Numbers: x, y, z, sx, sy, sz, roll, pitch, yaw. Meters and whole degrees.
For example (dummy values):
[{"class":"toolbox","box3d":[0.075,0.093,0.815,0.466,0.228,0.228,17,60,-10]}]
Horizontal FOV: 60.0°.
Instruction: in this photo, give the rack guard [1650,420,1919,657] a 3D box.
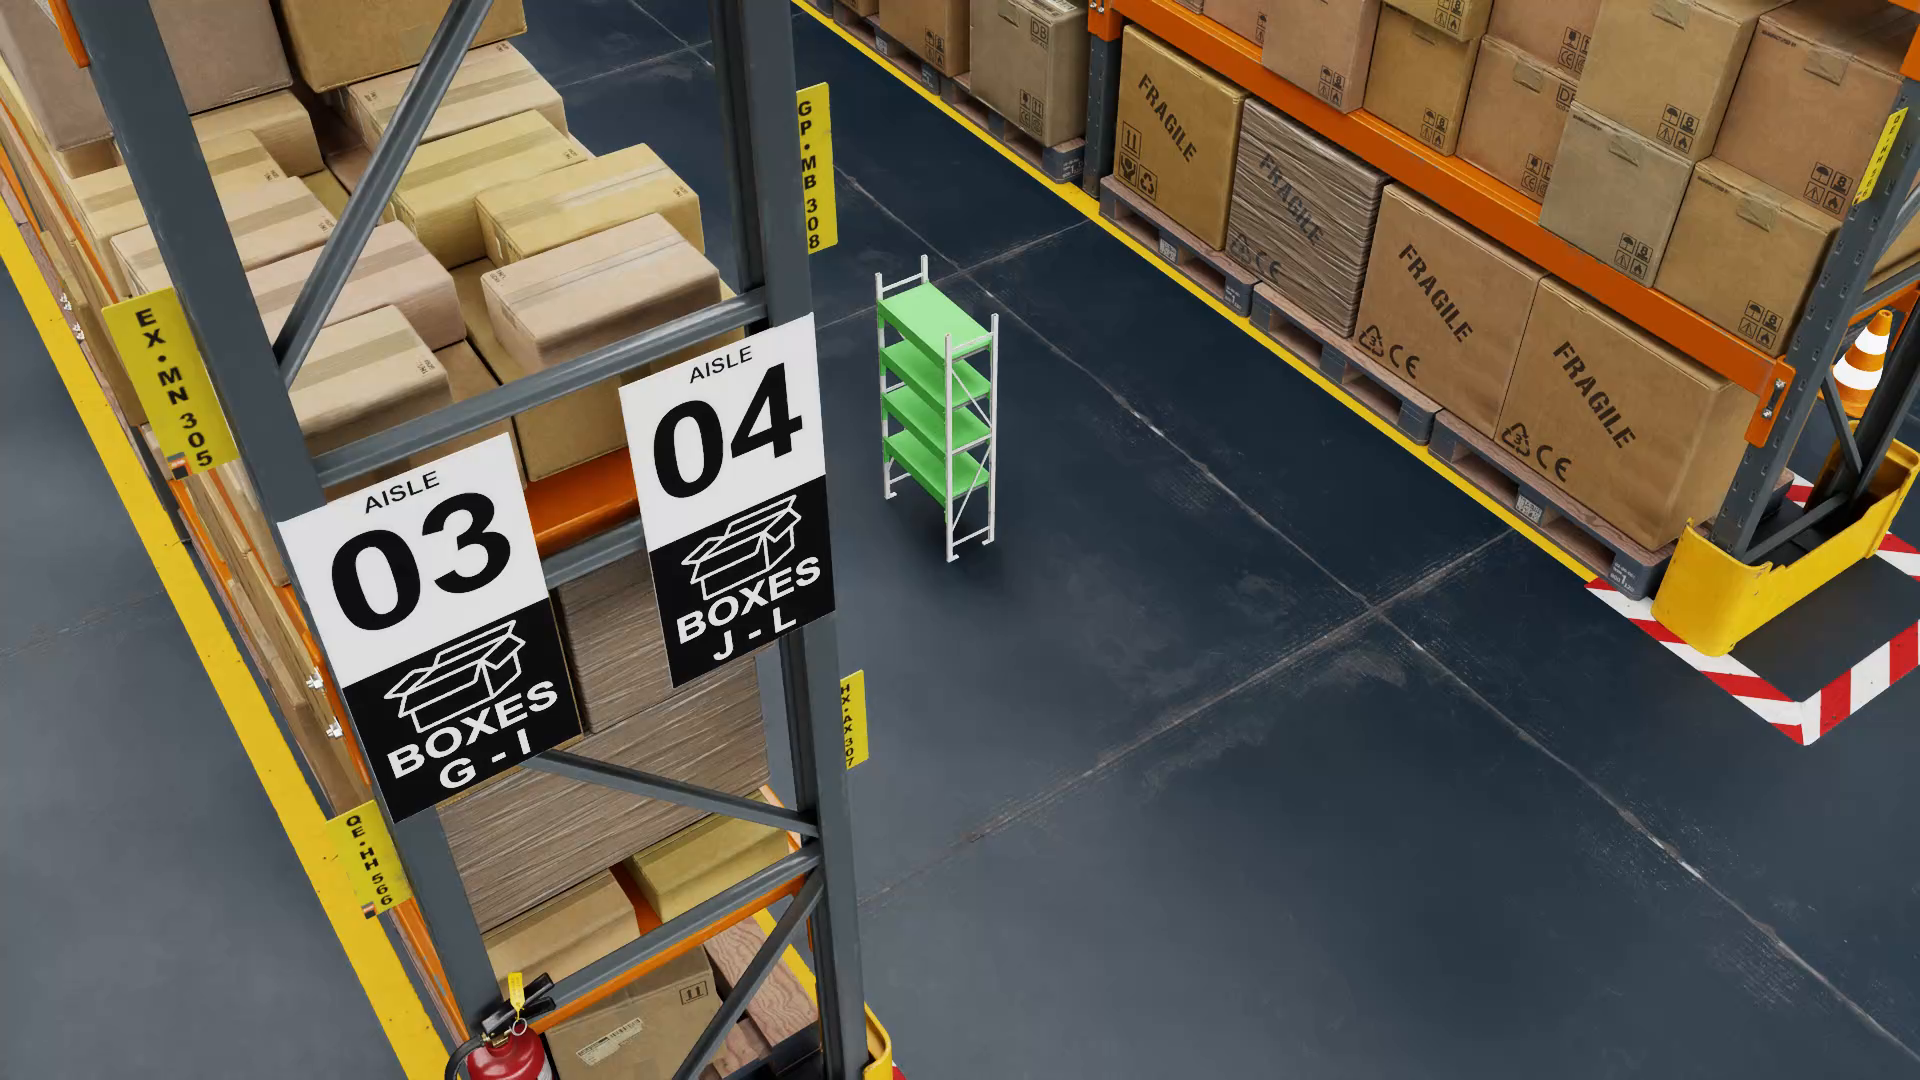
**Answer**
[{"class":"rack guard","box3d":[3.426,-0.016,6.896,1.175,0.500,0.348,-26,49,-24]}]

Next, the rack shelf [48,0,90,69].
[{"class":"rack shelf","box3d":[-1.857,-2.073,3.419,1.077,0.370,4.000,-26,49,-24]}]

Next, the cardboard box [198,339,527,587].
[{"class":"cardboard box","box3d":[-1.197,-0.235,3.252,0.500,0.250,0.500,-25,49,-24]}]

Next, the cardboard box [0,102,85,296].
[{"class":"cardboard box","box3d":[-2.665,-1.165,5.277,0.500,0.500,0.500,-26,49,-24]}]

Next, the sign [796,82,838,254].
[{"class":"sign","box3d":[-0.268,-0.647,2.942,0.100,0.325,0.005,-26,49,-24]}]

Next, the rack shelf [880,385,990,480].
[{"class":"rack shelf","box3d":[-0.095,-0.482,6.969,0.258,0.148,0.480,-26,49,-24]}]

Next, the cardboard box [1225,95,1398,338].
[{"class":"cardboard box","box3d":[1.946,-1.690,8.074,0.875,0.875,0.875,-25,49,-24]}]

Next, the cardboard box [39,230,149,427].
[{"class":"cardboard box","box3d":[-2.538,-0.865,5.687,0.875,0.500,0.500,-26,49,-24]}]

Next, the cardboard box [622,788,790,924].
[{"class":"cardboard box","box3d":[-0.681,0.803,4.409,0.380,0.149,0.250,-26,49,-24]}]

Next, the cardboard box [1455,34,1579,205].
[{"class":"cardboard box","box3d":[2.613,-1.850,6.898,0.875,0.550,0.550,-26,49,-24]}]

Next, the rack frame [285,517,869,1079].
[{"class":"rack frame","box3d":[-0.713,0.968,4.055,1.000,3.000,0.127,-26,49,-24]}]

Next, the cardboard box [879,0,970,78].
[{"class":"cardboard box","box3d":[0.147,-3.401,9.957,1.050,0.750,0.750,-26,49,-24]}]

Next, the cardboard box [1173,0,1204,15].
[{"class":"cardboard box","box3d":[1.345,-3.049,8.154,0.875,0.550,0.550,-26,49,-24]}]

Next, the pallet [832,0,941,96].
[{"class":"pallet","box3d":[-0.081,-3.290,10.534,1.003,0.211,1.213,-26,49,-24]}]

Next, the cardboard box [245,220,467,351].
[{"class":"cardboard box","box3d":[-1.181,-0.435,3.172,0.380,0.149,0.250,-27,50,-26]}]

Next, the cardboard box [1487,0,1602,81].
[{"class":"cardboard box","box3d":[2.633,-2.250,6.535,0.875,0.550,0.550,-26,49,-24]}]

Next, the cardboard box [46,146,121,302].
[{"class":"cardboard box","box3d":[-1.772,-0.811,3.854,0.500,0.250,0.500,-25,49,-24]}]

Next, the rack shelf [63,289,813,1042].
[{"class":"rack shelf","box3d":[-1.857,0.096,5.490,1.077,0.370,4.000,-26,49,-24]}]

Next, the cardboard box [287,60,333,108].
[{"class":"cardboard box","box3d":[-1.397,-1.204,3.978,0.380,0.149,0.250,-28,50,-26]}]

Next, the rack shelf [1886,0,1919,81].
[{"class":"rack shelf","box3d":[2.269,-2.892,6.446,1.077,0.370,4.000,-26,49,-24]}]

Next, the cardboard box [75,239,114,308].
[{"class":"cardboard box","box3d":[-2.085,-0.603,4.688,0.500,0.500,0.500,-26,49,-24]}]

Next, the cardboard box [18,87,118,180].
[{"class":"cardboard box","box3d":[-1.866,-0.981,3.743,0.380,0.149,0.250,-28,50,-26]}]

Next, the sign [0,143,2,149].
[{"class":"sign","box3d":[-3.455,-1.495,5.796,0.100,0.325,0.005,-26,49,-24]}]

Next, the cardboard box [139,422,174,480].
[{"class":"cardboard box","box3d":[-2.567,-0.393,5.662,0.380,0.149,0.250,-26,49,-24]}]

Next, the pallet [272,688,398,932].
[{"class":"pallet","box3d":[-1.886,0.769,6.282,1.003,0.211,1.213,-26,49,-24]}]

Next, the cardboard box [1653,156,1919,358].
[{"class":"cardboard box","box3d":[3.163,-1.181,6.197,0.875,0.550,0.550,-26,49,-24]}]

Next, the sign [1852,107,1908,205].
[{"class":"sign","box3d":[2.960,-1.232,5.349,0.100,0.325,0.005,-26,49,-24]}]

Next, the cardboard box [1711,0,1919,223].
[{"class":"cardboard box","box3d":[3.232,-1.604,5.859,0.875,0.550,0.550,-26,49,-24]}]

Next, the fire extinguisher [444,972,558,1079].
[{"class":"fire extinguisher","box3d":[-1.026,1.243,3.823,0.296,0.674,0.183,-26,49,-24]}]

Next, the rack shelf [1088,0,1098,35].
[{"class":"rack shelf","box3d":[-0.020,-4.072,9.855,1.077,0.370,4.000,-26,49,-24]}]

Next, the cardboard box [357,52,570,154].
[{"class":"cardboard box","box3d":[-1.093,-0.916,3.676,0.380,0.149,0.250,-24,49,-23]}]

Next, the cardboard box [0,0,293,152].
[{"class":"cardboard box","box3d":[-1.808,-1.219,3.524,0.500,0.500,0.500,-26,49,-24]}]

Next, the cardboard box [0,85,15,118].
[{"class":"cardboard box","box3d":[-2.372,-1.389,4.460,0.500,0.250,0.500,-28,50,-26]}]

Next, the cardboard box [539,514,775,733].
[{"class":"cardboard box","box3d":[-0.804,0.044,4.011,0.500,0.500,0.500,-26,49,-24]}]

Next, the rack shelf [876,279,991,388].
[{"class":"rack shelf","box3d":[-0.095,-0.829,6.638,0.258,0.148,0.480,-26,49,-24]}]

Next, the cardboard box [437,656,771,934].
[{"class":"cardboard box","box3d":[-1.005,0.502,4.255,0.875,0.500,0.500,-26,49,-24]}]

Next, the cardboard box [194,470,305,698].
[{"class":"cardboard box","box3d":[-1.521,-0.032,4.090,0.500,0.500,0.500,-26,49,-24]}]

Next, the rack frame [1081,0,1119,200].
[{"class":"rack frame","box3d":[1.124,-3.199,8.420,1.000,3.000,0.127,-26,49,-24]}]

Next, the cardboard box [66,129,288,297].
[{"class":"cardboard box","box3d":[-1.590,-0.679,3.428,0.380,0.149,0.250,-25,49,-24]}]

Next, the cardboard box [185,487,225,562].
[{"class":"cardboard box","box3d":[-2.256,-0.122,5.378,0.380,0.149,0.250,-26,49,-24]}]

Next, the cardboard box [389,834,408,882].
[{"class":"cardboard box","box3d":[-1.373,0.716,4.501,0.380,0.149,0.250,-26,49,-24]}]

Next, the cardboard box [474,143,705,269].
[{"class":"cardboard box","box3d":[-0.750,-0.639,3.386,0.380,0.149,0.250,-25,49,-24]}]

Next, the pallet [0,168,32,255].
[{"class":"pallet","box3d":[-4.844,-2.111,9.299,1.003,0.211,1.213,-26,49,-24]}]

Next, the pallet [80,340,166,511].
[{"class":"pallet","box3d":[-3.448,-0.729,7.852,1.003,0.211,1.213,-26,49,-24]}]

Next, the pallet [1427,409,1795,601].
[{"class":"pallet","box3d":[2.891,-0.347,7.452,1.003,0.211,1.213,-26,49,-24]}]

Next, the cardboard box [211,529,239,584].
[{"class":"cardboard box","box3d":[-1.640,-0.034,4.817,0.875,0.500,0.500,-26,49,-24]}]

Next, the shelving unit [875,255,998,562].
[{"class":"shelving unit","box3d":[-0.095,-0.528,6.925,0.258,1.200,0.503,-26,49,-24]}]

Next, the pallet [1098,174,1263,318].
[{"class":"pallet","box3d":[1.495,-1.729,8.900,1.003,0.211,1.213,-26,49,-24]}]

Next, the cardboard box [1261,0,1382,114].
[{"class":"cardboard box","box3d":[1.891,-2.395,7.468,0.875,0.550,0.550,-26,49,-24]}]

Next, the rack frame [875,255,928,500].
[{"class":"rack frame","box3d":[-0.234,-0.666,7.070,0.240,1.200,0.015,-26,49,-24]}]

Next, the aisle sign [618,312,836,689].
[{"class":"aisle sign","box3d":[-0.432,-0.056,3.244,0.394,0.787,0.004,-26,49,-24]}]

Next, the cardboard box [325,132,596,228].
[{"class":"cardboard box","box3d":[-1.077,-0.727,3.767,0.500,0.250,0.500,-27,50,-25]}]

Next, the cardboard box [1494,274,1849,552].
[{"class":"cardboard box","box3d":[2.971,-0.675,7.011,0.875,0.875,0.875,-25,49,-24]}]
